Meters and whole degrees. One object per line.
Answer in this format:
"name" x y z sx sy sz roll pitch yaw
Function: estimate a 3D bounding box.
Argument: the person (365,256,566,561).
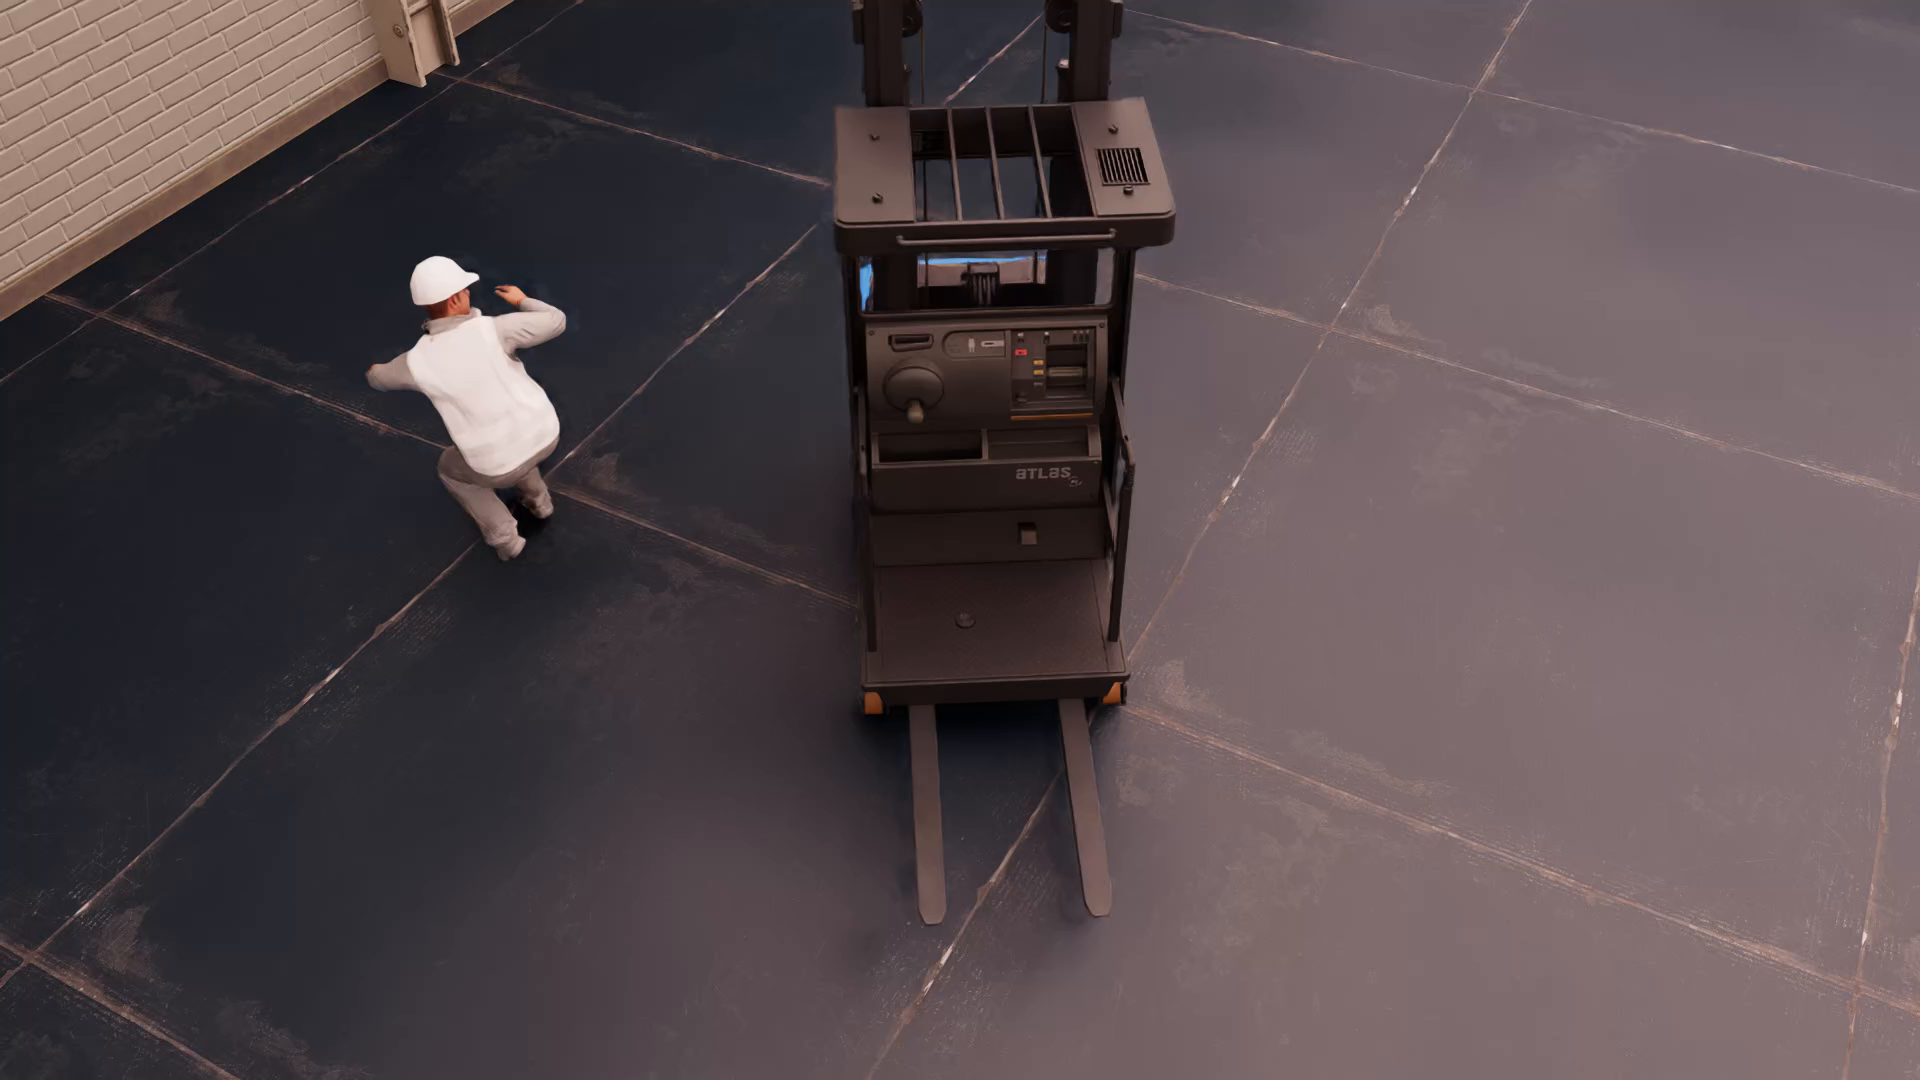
"person" -2.148 -0.640 7.391 0.767 1.497 0.957 -30 51 -28

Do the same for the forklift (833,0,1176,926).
"forklift" 0.119 -0.567 6.256 1.130 2.935 3.031 -2 43 -2
